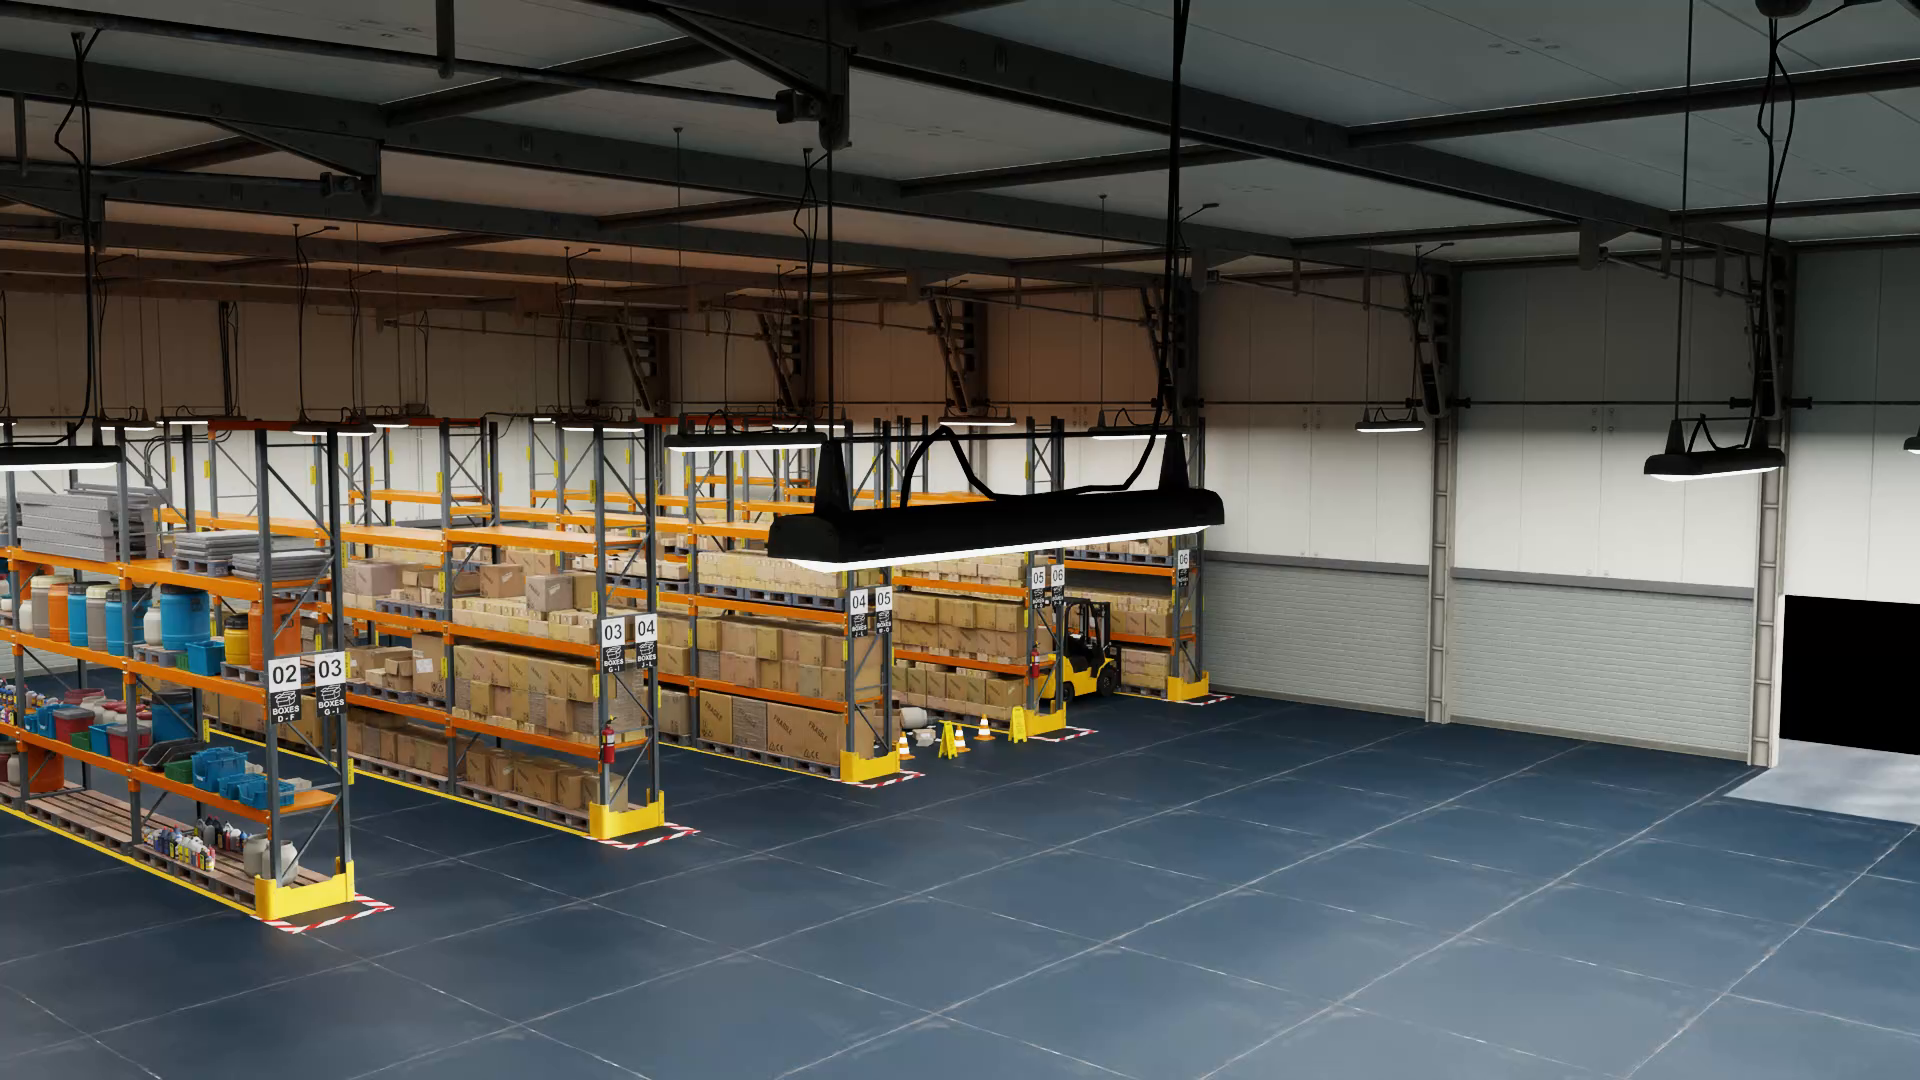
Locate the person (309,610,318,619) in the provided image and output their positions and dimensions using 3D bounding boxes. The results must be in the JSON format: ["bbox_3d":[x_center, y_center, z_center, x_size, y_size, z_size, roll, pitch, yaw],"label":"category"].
[{"bbox_3d":[-15.118,2.307,39.035,0.495,1.547,0.882,-1,5,-17],"label":"person"}]
